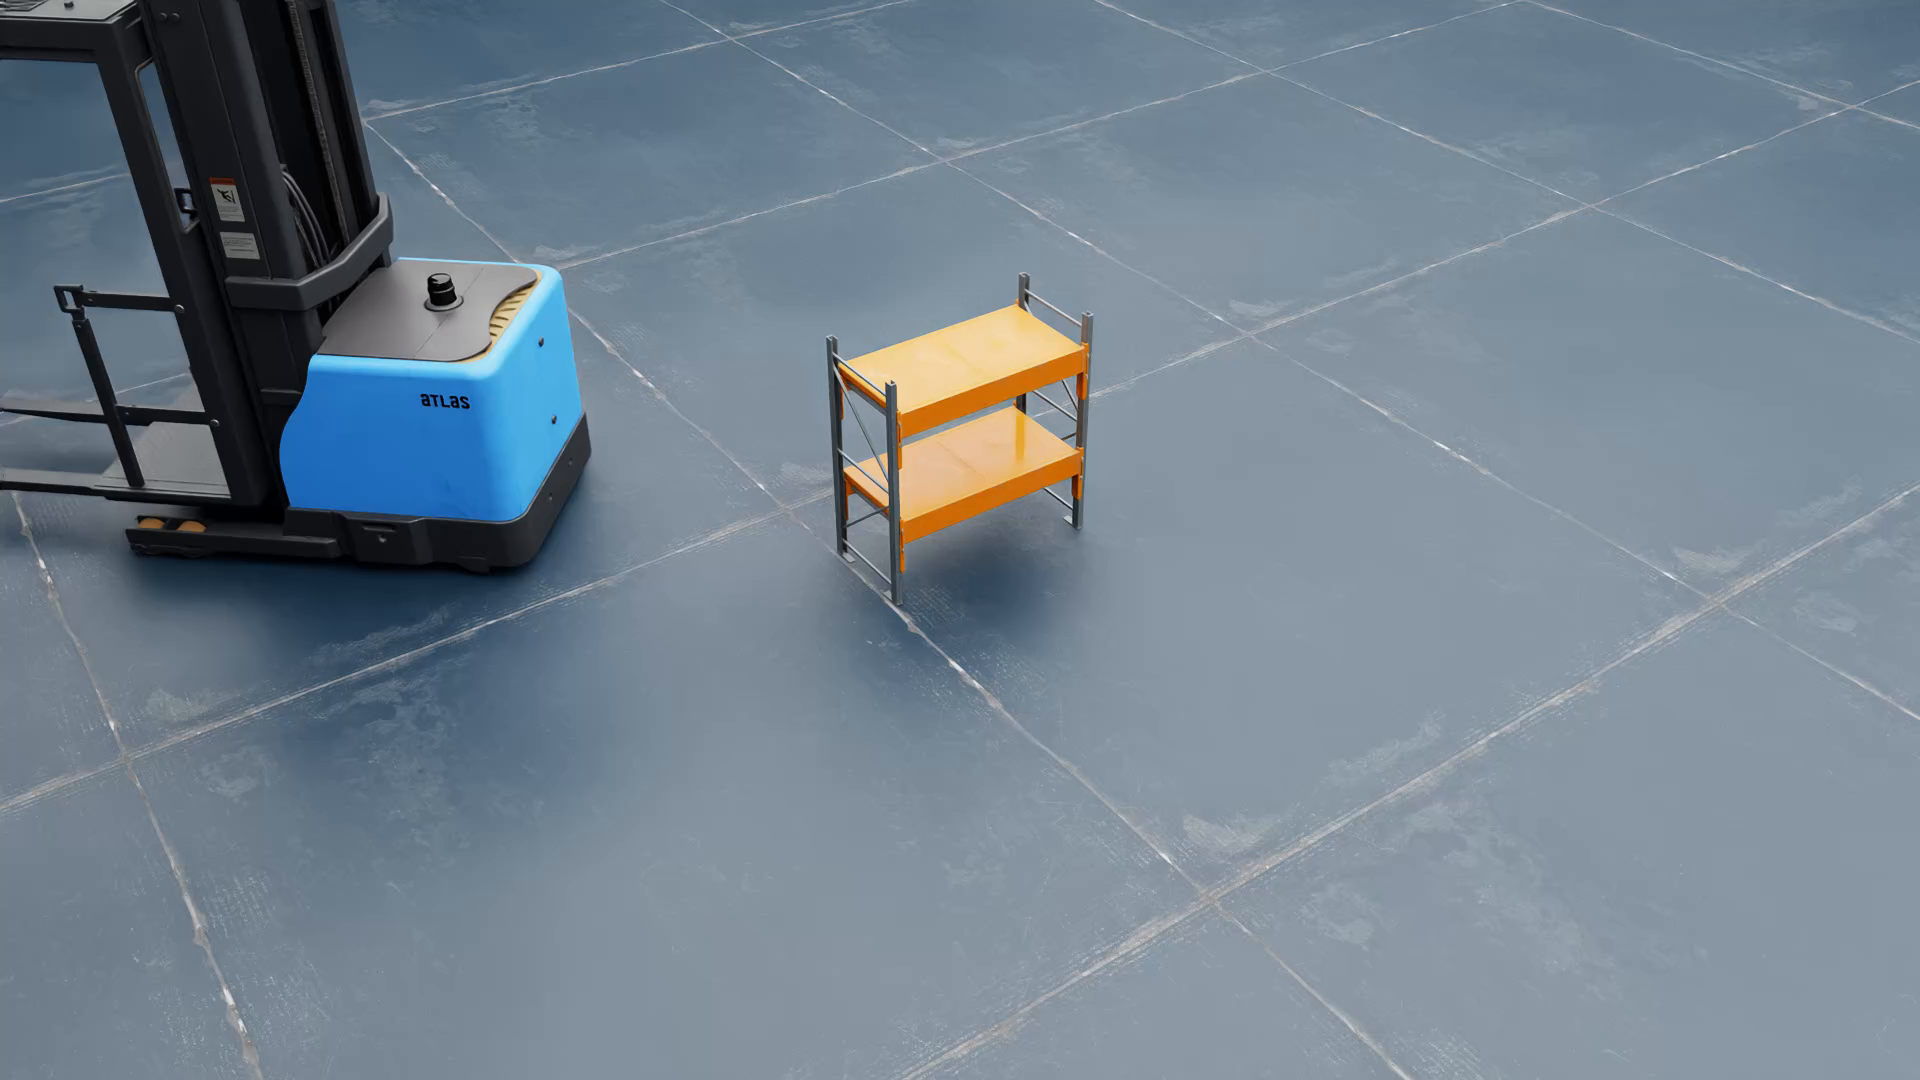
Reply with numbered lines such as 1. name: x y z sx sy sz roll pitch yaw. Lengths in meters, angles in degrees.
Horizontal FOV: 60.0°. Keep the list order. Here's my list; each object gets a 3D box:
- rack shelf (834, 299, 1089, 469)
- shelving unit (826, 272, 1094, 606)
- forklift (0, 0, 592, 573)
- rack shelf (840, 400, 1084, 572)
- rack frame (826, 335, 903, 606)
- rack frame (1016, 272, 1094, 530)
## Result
1. rack shelf: 0.006 -0.697 7.254 1.000 0.278 0.538 -22 41 -28
2. shelving unit: 0.006 -0.459 7.425 1.048 1.125 0.538 -22 41 -28
3. forklift: -3.376 -1.411 7.202 3.031 2.935 1.130 4 36 6
4. rack shelf: 0.006 -0.260 7.567 1.000 0.278 0.538 -22 41 -28
5. rack frame: -0.410 -0.288 7.187 0.032 1.125 0.500 -22 41 -28
6. rack frame: 0.421 -0.630 7.662 0.032 1.125 0.500 -22 41 -28
